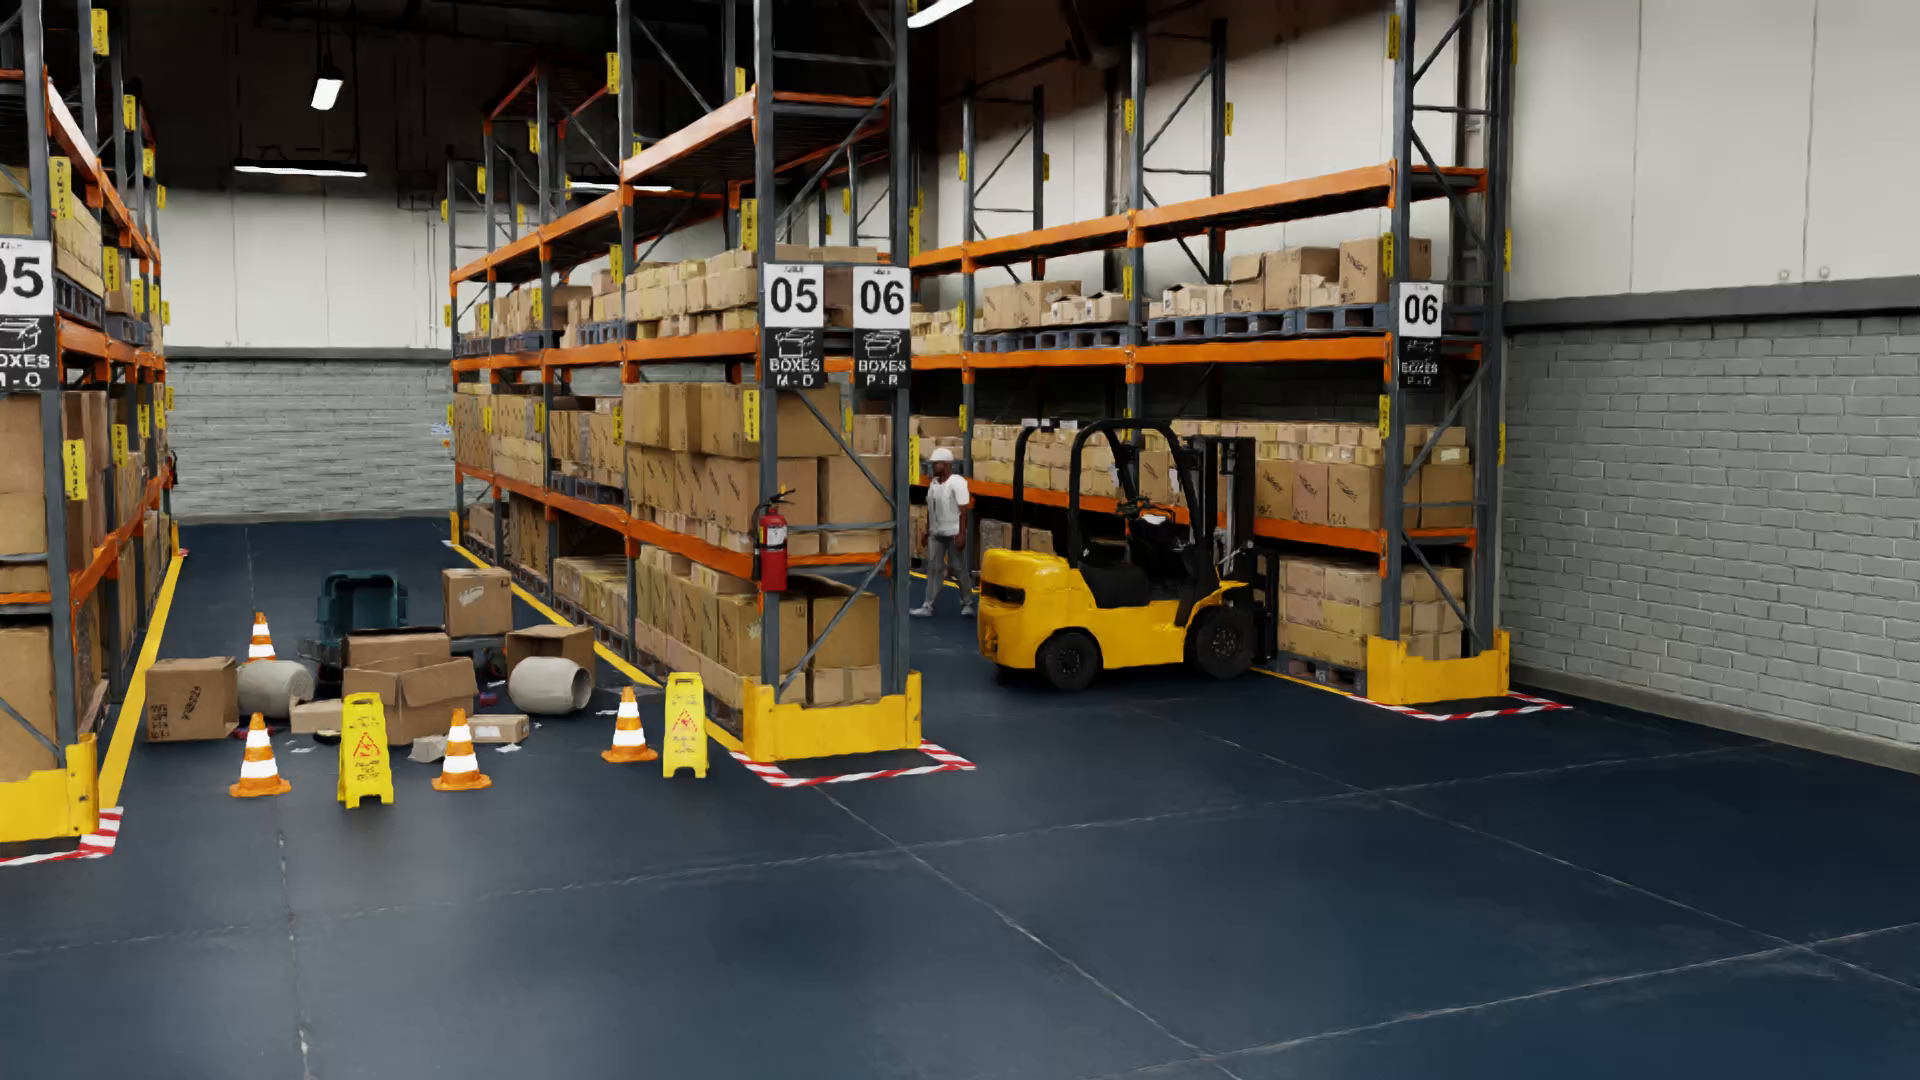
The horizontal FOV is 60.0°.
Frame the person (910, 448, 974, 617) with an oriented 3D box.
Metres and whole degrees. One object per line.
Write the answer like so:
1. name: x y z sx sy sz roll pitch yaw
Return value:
1. person: -0.193 -0.073 17.391 0.637 1.767 0.683 -5 8 -45
